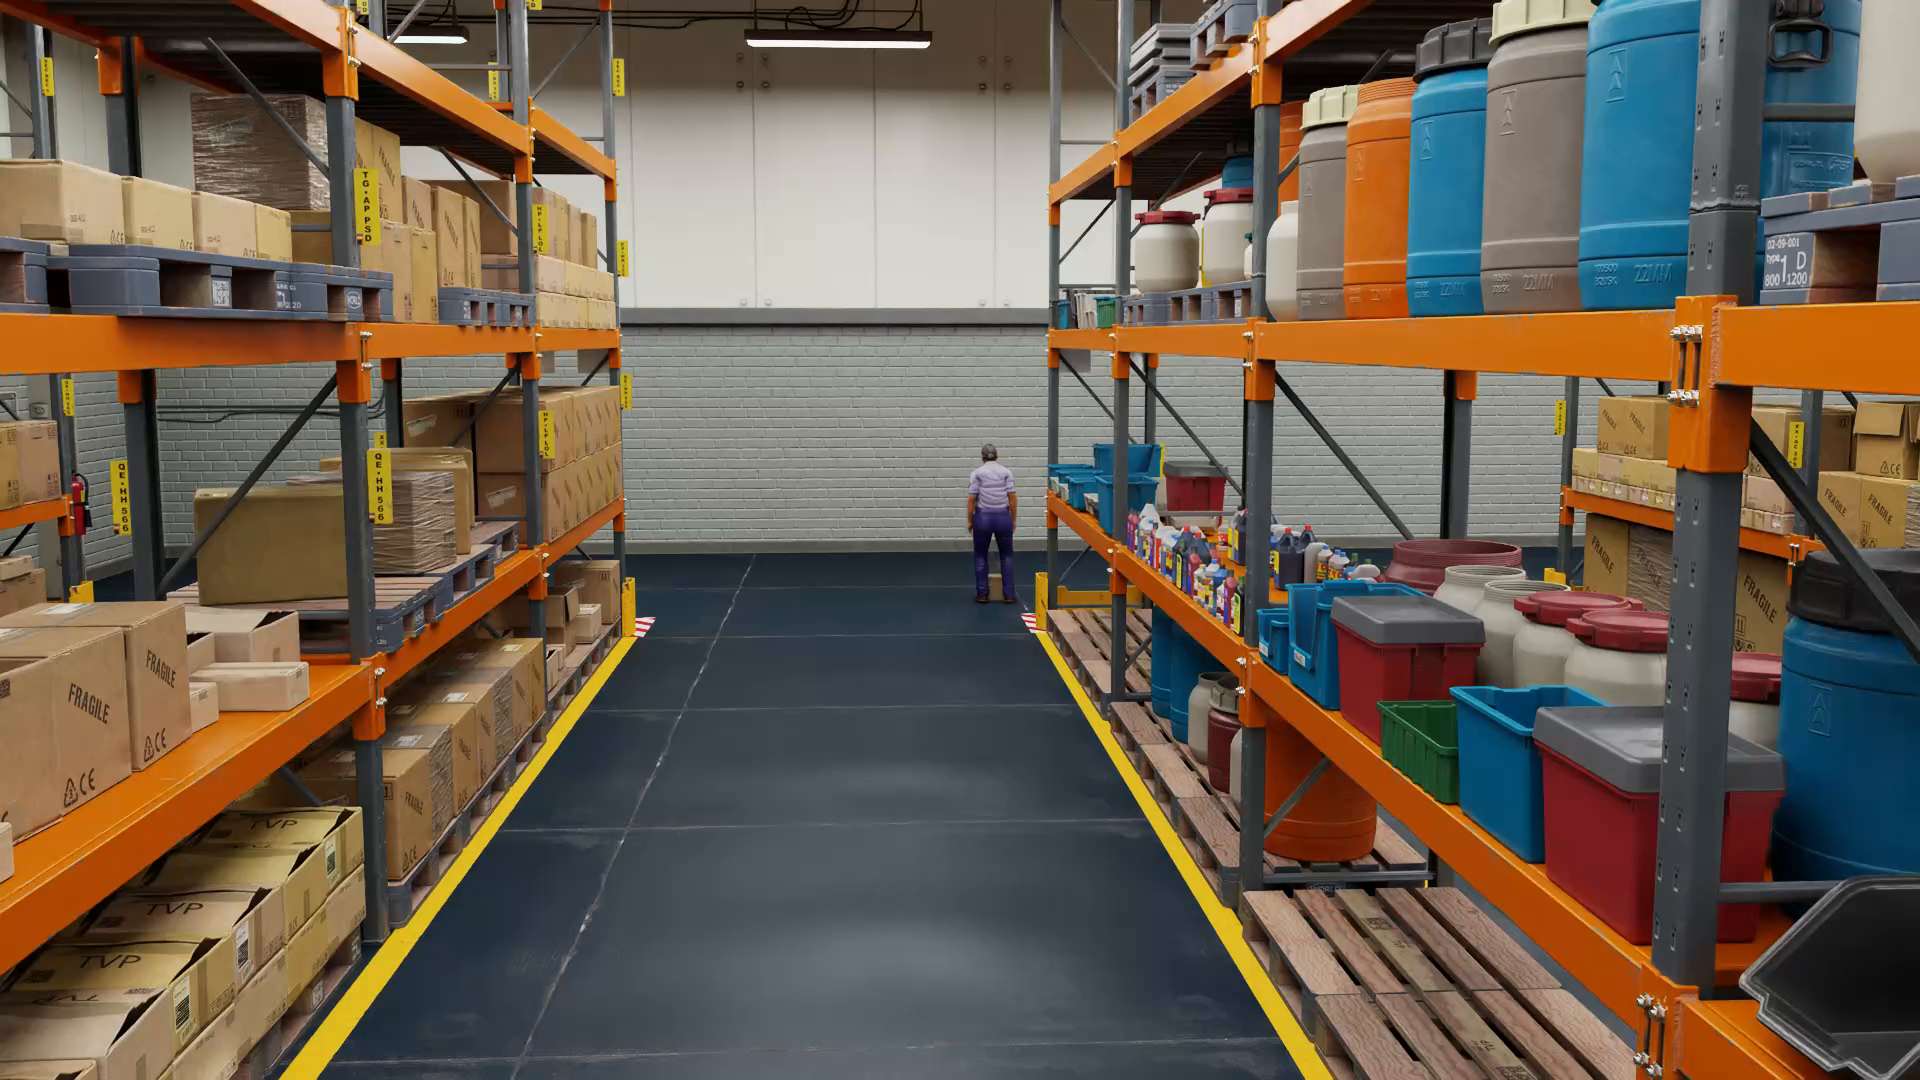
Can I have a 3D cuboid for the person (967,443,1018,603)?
[{"bbox_3d":[0.338,-0.172,17.198,0.549,1.650,0.425,-1,7,-6],"label":"person"}]
